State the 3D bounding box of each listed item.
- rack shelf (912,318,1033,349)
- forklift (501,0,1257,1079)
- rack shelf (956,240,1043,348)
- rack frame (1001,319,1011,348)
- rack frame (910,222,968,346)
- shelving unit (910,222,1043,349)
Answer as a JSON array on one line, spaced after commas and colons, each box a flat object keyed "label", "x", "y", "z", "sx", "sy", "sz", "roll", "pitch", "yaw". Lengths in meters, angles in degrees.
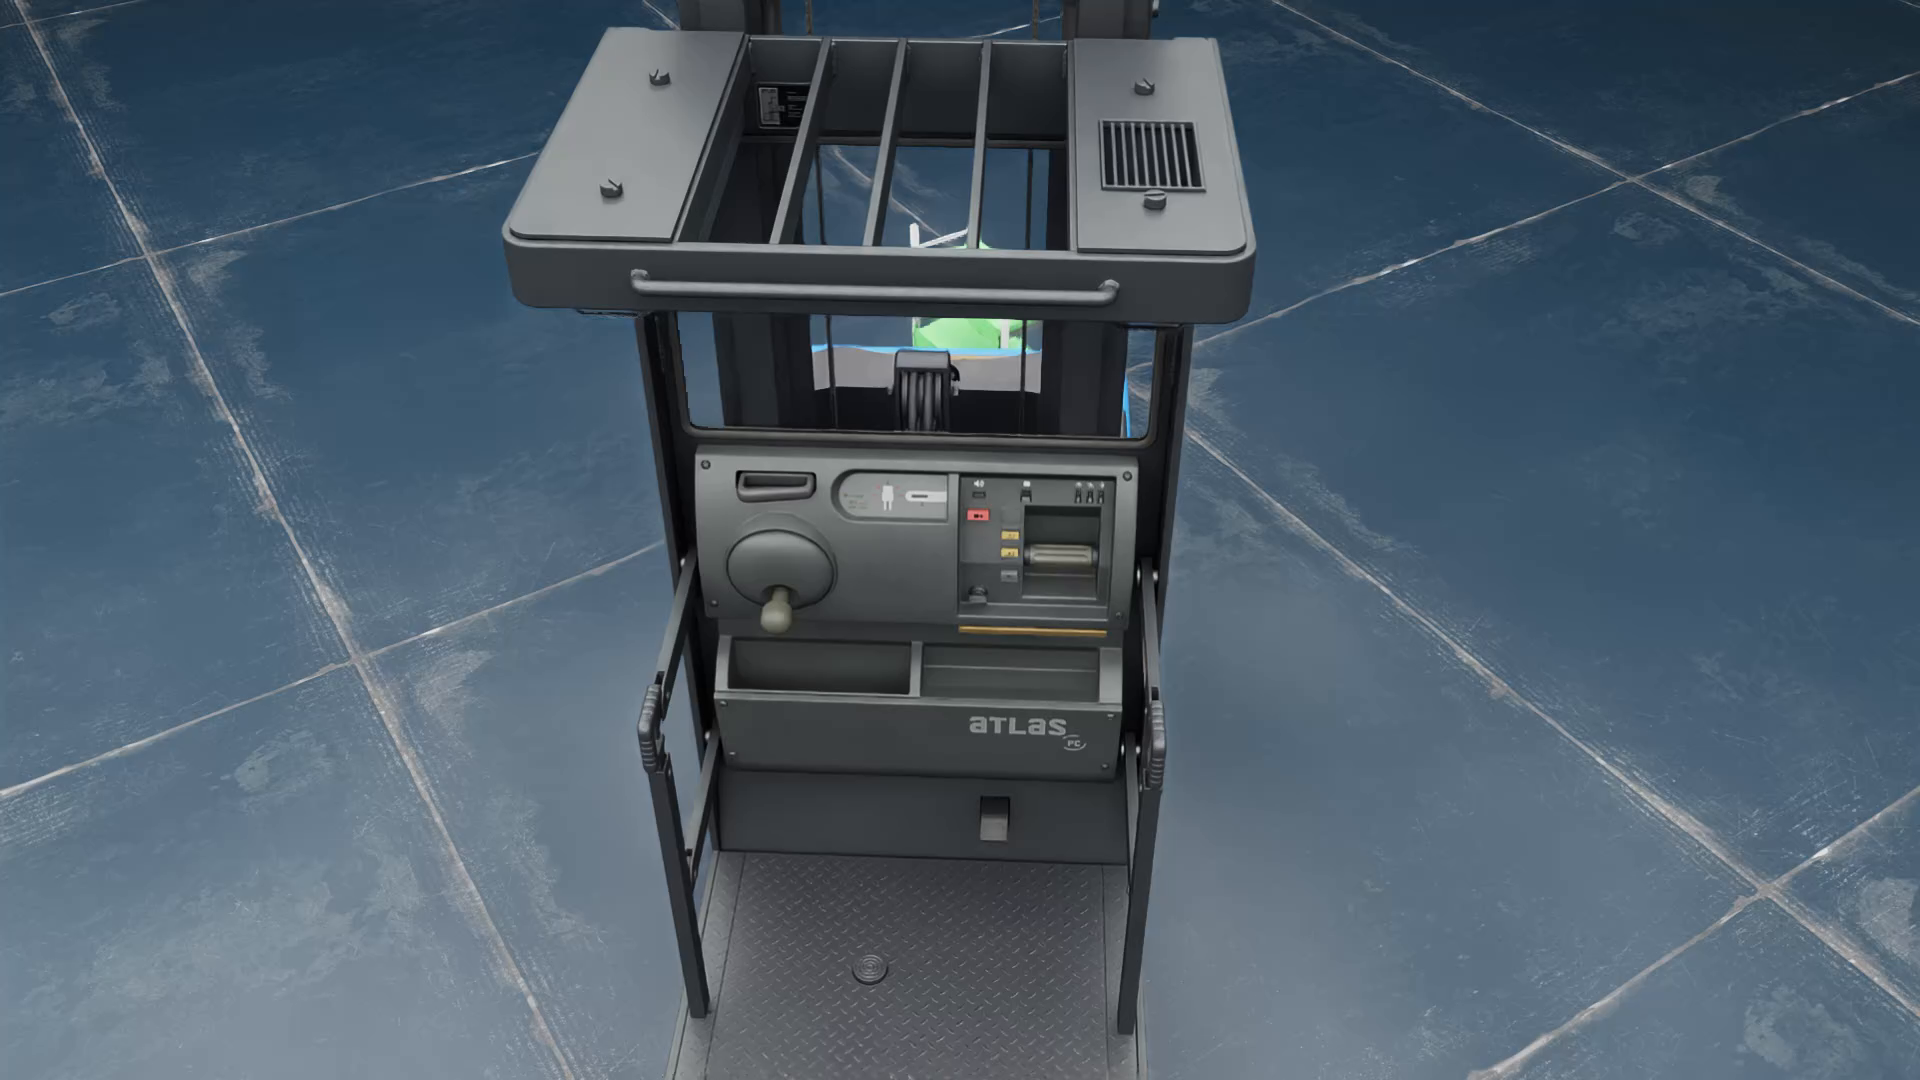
[{"label": "rack shelf", "x": 0.087, "y": -0.539, "z": 5.184, "sx": 0.258, "sy": 0.148, "sz": 0.480, "roll": -23, "pitch": 45, "yaw": -25}, {"label": "forklift", "x": -0.101, "y": 0.087, "z": 3.356, "sx": 1.130, "sy": 2.935, "sz": 3.031, "roll": 2, "pitch": 40, "yaw": 2}, {"label": "rack shelf", "x": 0.087, "y": -0.723, "z": 5.031, "sx": 0.258, "sy": 0.148, "sz": 0.480, "roll": -23, "pitch": 45, "yaw": -25}, {"label": "rack frame", "x": 0.221, "y": -0.273, "z": 5.140, "sx": 0.240, "sy": 1.200, "sz": 0.015, "roll": -23, "pitch": 45, "yaw": -25}, {"label": "rack frame", "x": -0.047, "y": -0.534, "z": 5.454, "sx": 0.240, "sy": 1.200, "sz": 0.015, "roll": -23, "pitch": 45, "yaw": -25}, {"label": "shelving unit", "x": 0.087, "y": -0.403, "z": 5.297, "sx": 0.258, "sy": 1.200, "sz": 0.503, "roll": -23, "pitch": 45, "yaw": -25}]
